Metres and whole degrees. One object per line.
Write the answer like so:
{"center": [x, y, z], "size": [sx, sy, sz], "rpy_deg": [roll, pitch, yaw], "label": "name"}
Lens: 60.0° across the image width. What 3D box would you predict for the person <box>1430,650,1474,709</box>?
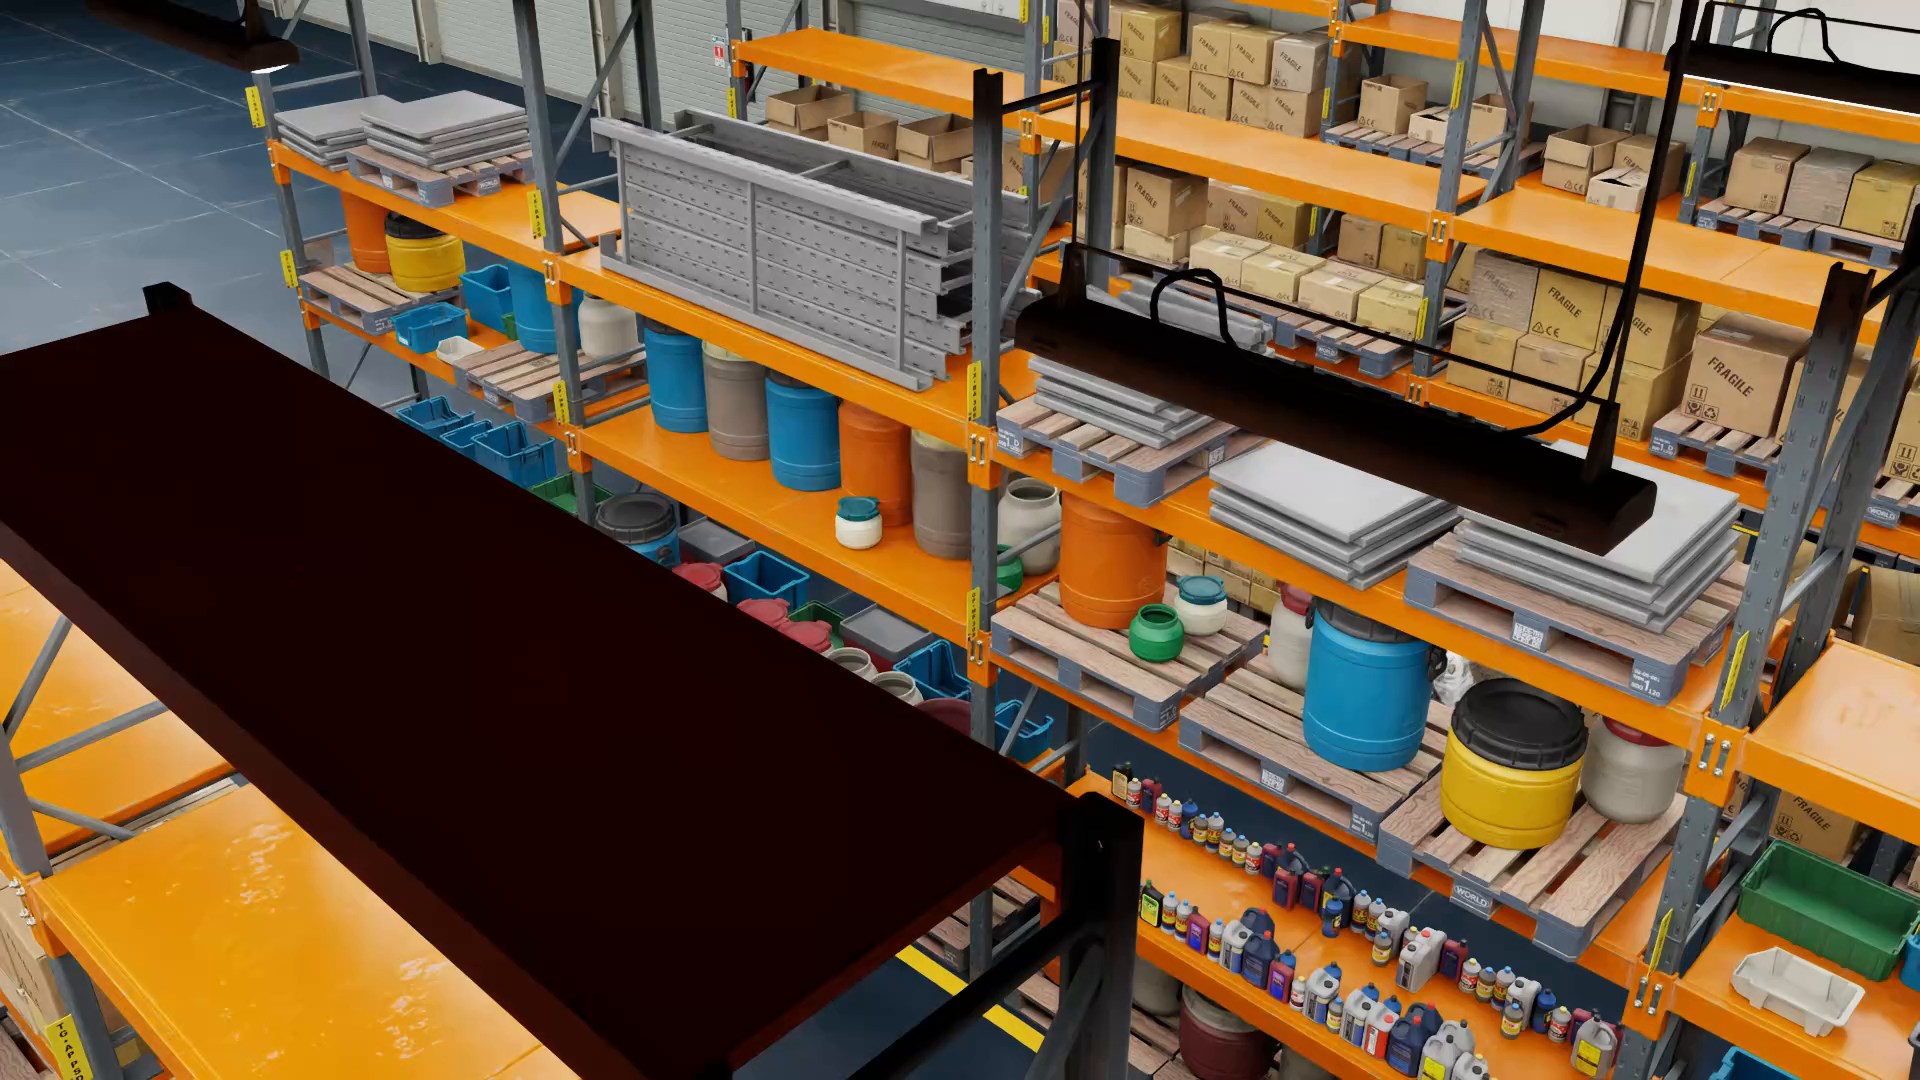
{"center": [3.602, 1.041, 12.357], "size": [0.488, 1.448, 1.041], "rpy_deg": [-25, 38, -37], "label": "person"}
